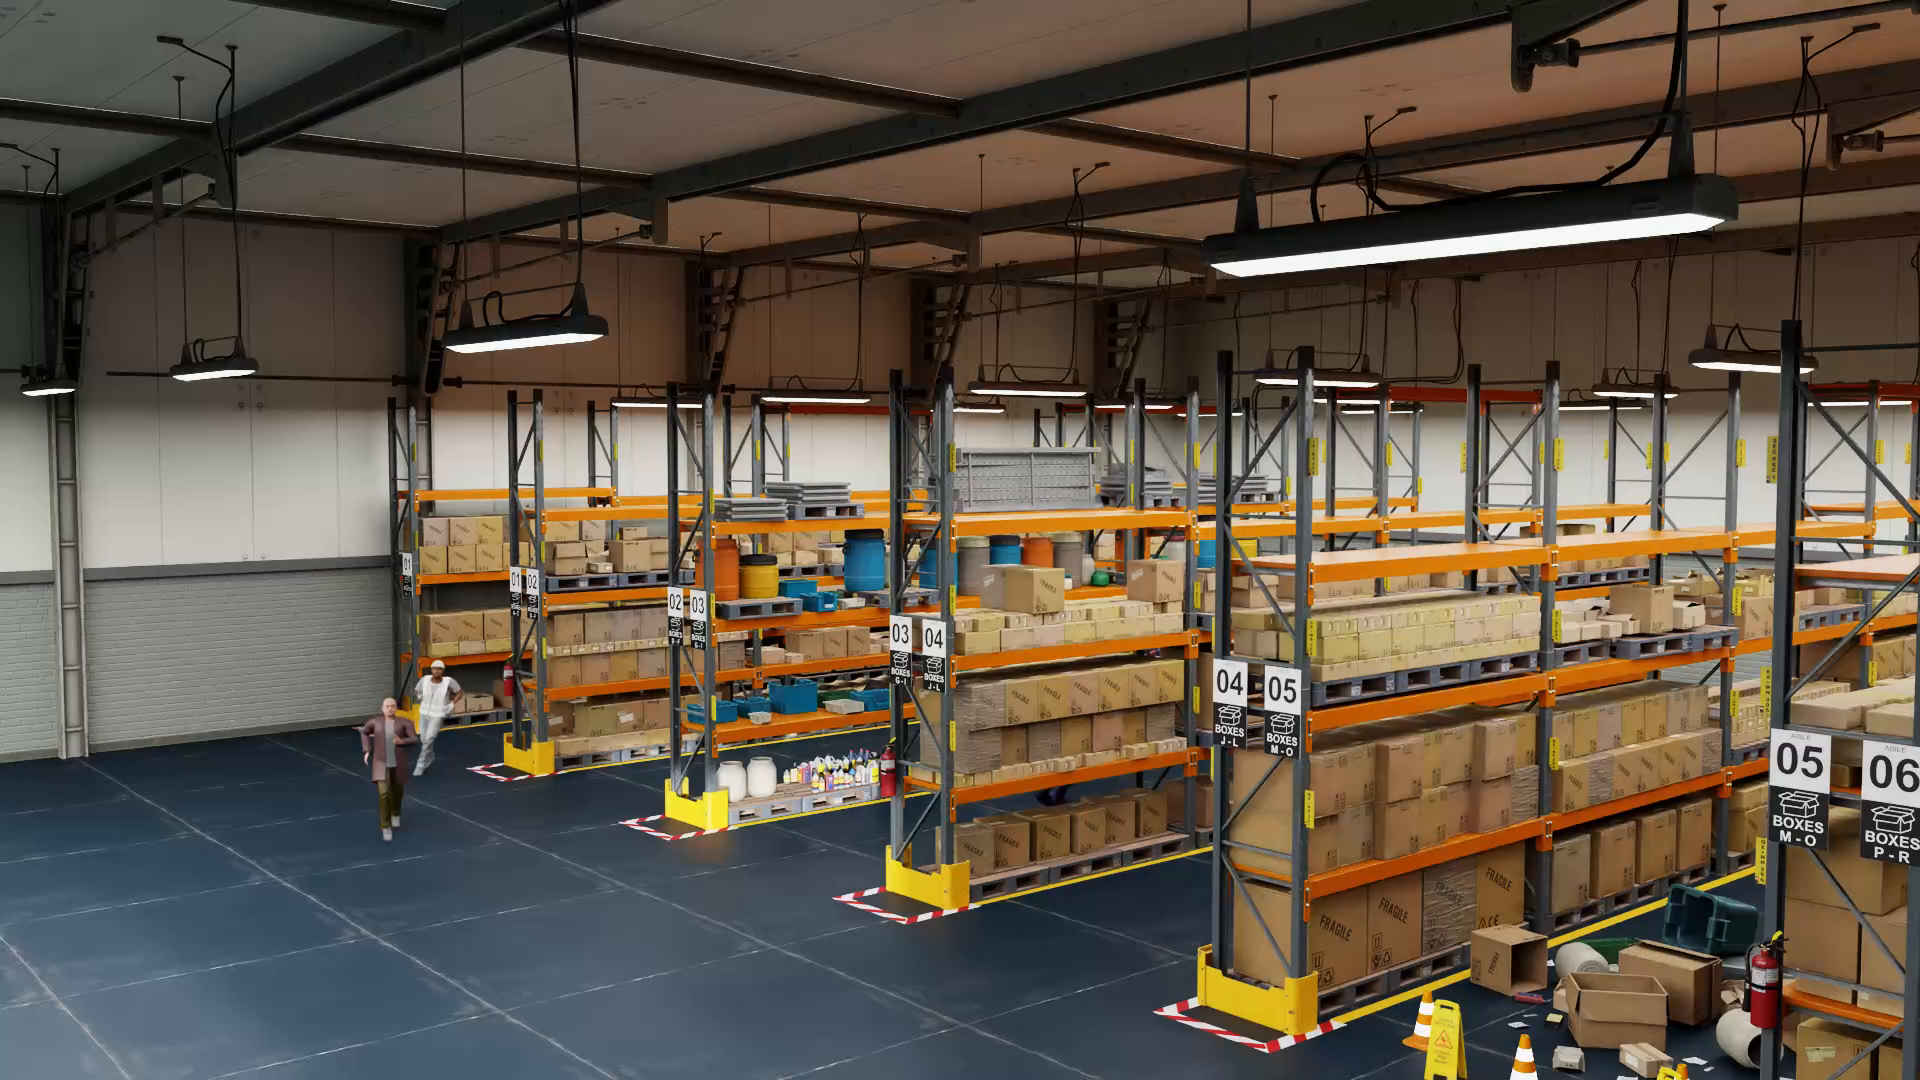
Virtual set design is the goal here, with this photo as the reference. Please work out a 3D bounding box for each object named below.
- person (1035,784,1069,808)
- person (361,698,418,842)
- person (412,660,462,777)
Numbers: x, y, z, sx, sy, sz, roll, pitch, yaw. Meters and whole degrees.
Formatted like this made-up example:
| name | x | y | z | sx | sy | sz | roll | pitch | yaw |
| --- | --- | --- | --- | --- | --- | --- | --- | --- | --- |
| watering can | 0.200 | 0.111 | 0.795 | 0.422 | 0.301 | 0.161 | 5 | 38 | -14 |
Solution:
| name | x | y | z | sx | sy | sz | roll | pitch | yaw |
| --- | --- | --- | --- | --- | --- | --- | --- | --- | --- |
| person | 1.263 | 3.066 | 22.124 | 0.597 | 1.601 | 0.550 | 3 | 5 | 43 |
| person | -7.498 | 2.997 | 21.888 | 0.688 | 1.763 | 0.996 | -2 | 4 | -24 |
| person | -8.218 | 2.767 | 26.060 | 0.686 | 1.801 | 0.767 | 0 | 3 | 8 |
